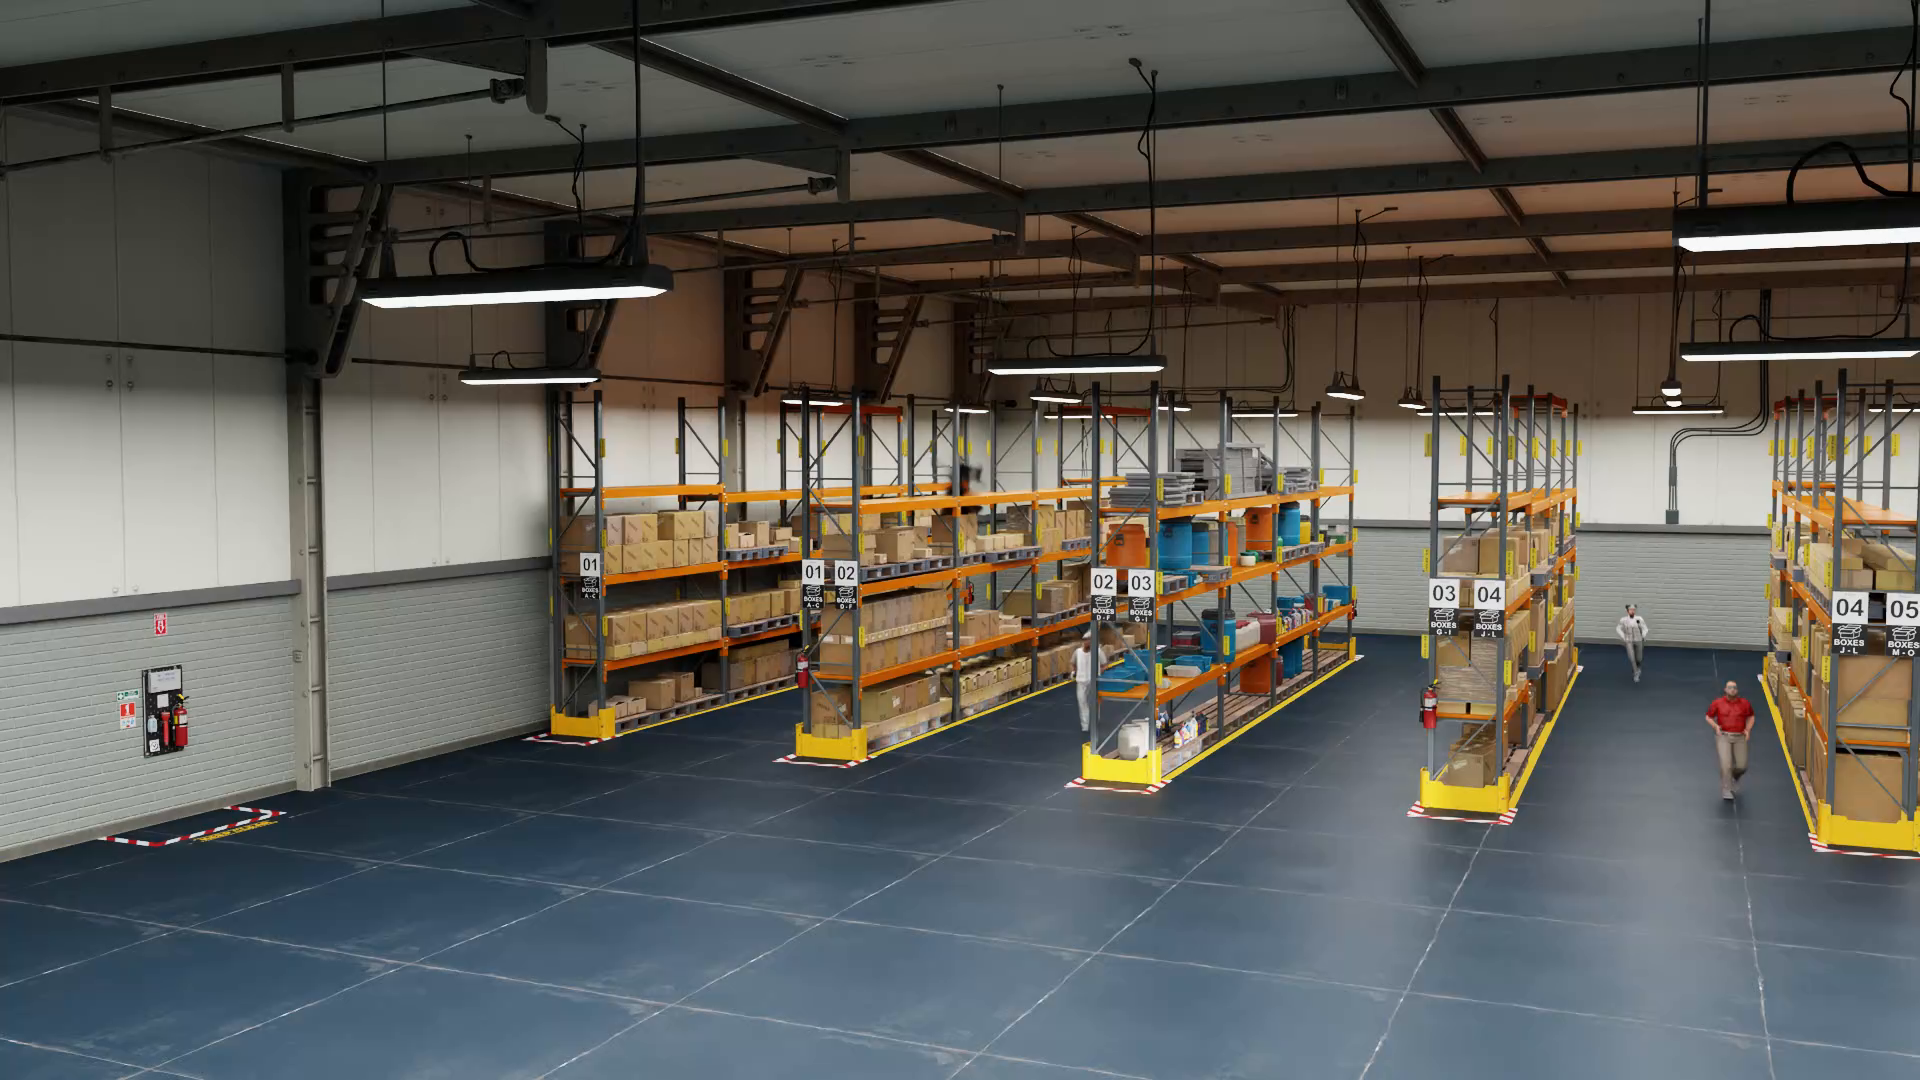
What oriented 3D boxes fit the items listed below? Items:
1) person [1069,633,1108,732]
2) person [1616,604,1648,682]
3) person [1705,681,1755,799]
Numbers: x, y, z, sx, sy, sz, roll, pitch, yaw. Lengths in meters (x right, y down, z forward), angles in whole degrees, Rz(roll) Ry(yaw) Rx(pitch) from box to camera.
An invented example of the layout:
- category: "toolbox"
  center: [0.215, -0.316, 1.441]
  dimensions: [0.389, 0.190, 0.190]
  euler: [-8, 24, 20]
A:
- category: "person"
  center: [2.260, 2.502, 29.411]
  dimensions: [0.685, 1.735, 0.667]
  euler: [1, 3, 11]
- category: "person"
  center: [14.513, 2.198, 35.916]
  dimensions: [0.635, 1.676, 0.682]
  euler: [1, 3, 16]
- category: "person"
  center: [11.009, 2.848, 23.750]
  dimensions: [0.659, 1.674, 0.622]
  euler: [1, 3, 17]
